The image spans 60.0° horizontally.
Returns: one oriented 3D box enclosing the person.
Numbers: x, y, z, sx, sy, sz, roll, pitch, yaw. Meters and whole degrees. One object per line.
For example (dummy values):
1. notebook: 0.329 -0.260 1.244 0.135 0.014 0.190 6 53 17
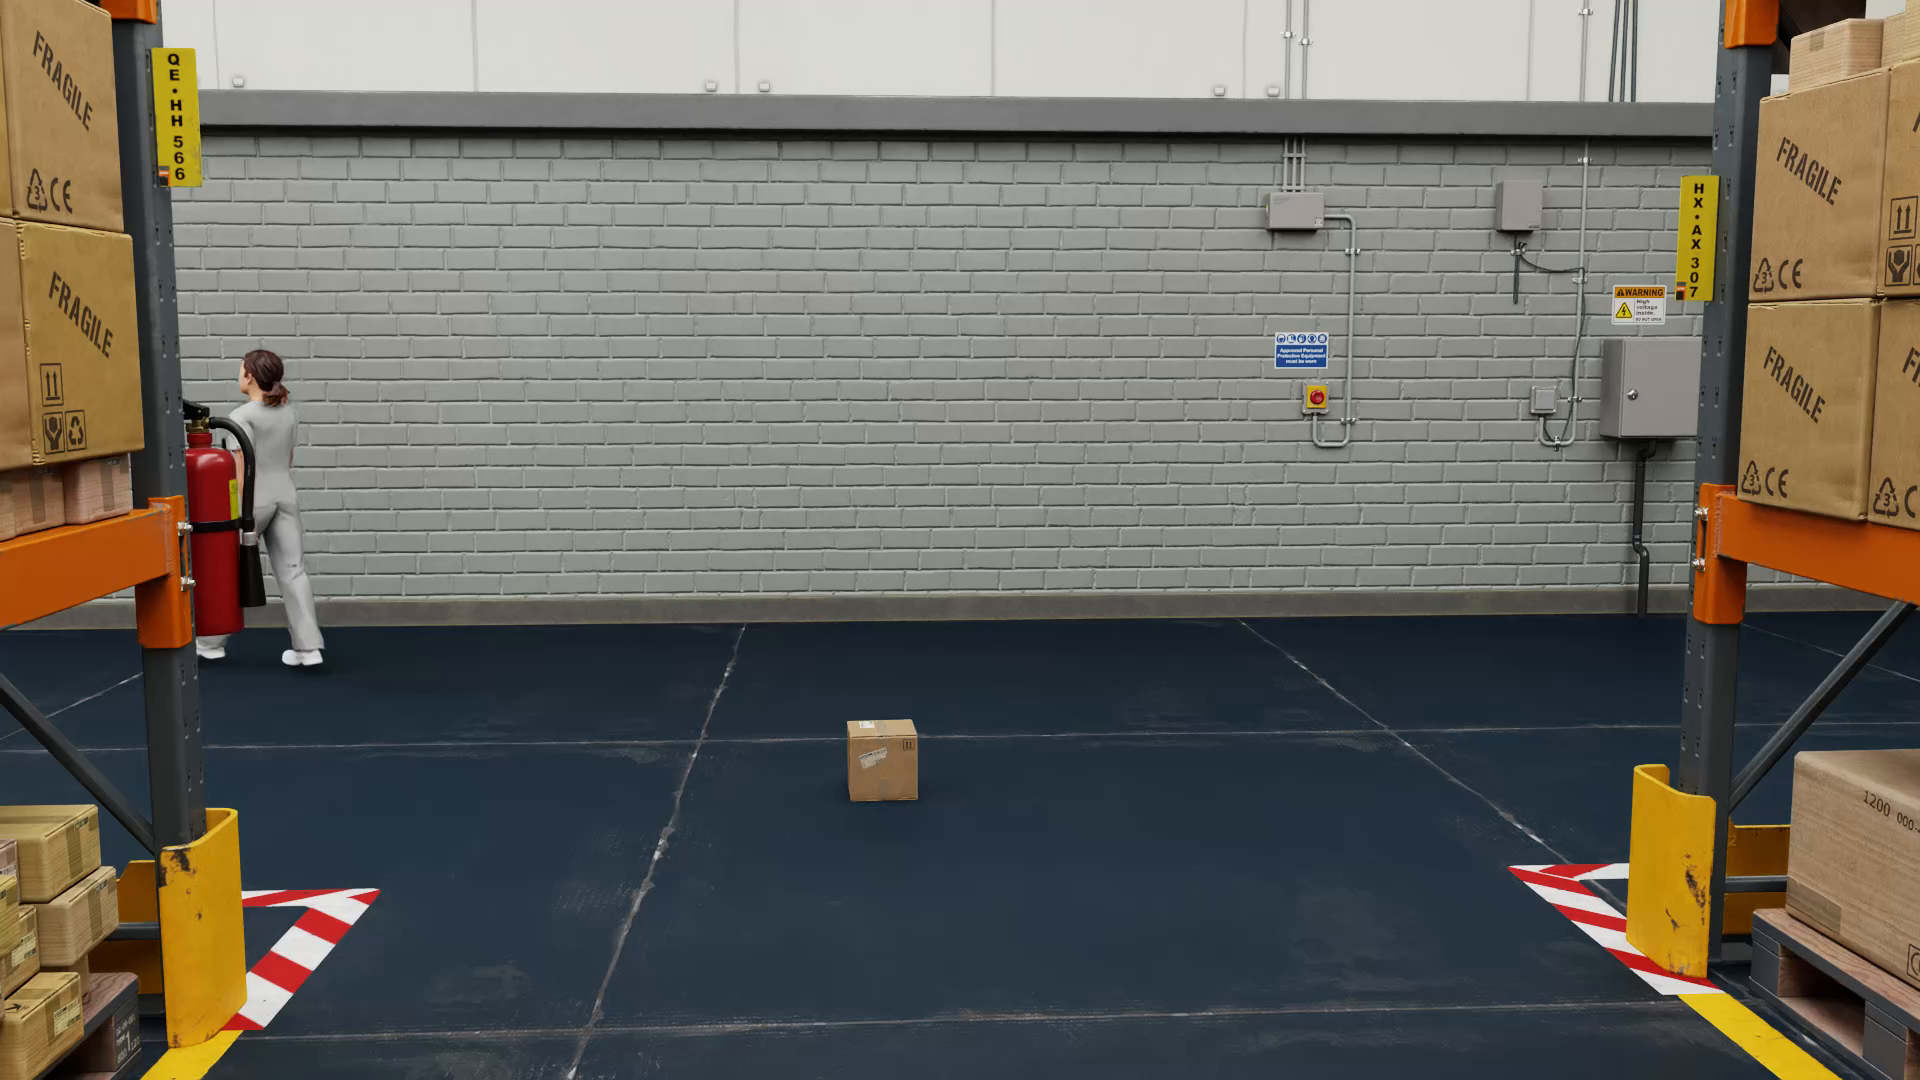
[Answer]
1. person: -3.674 -0.175 8.626 0.937 1.620 0.446 5 8 34
